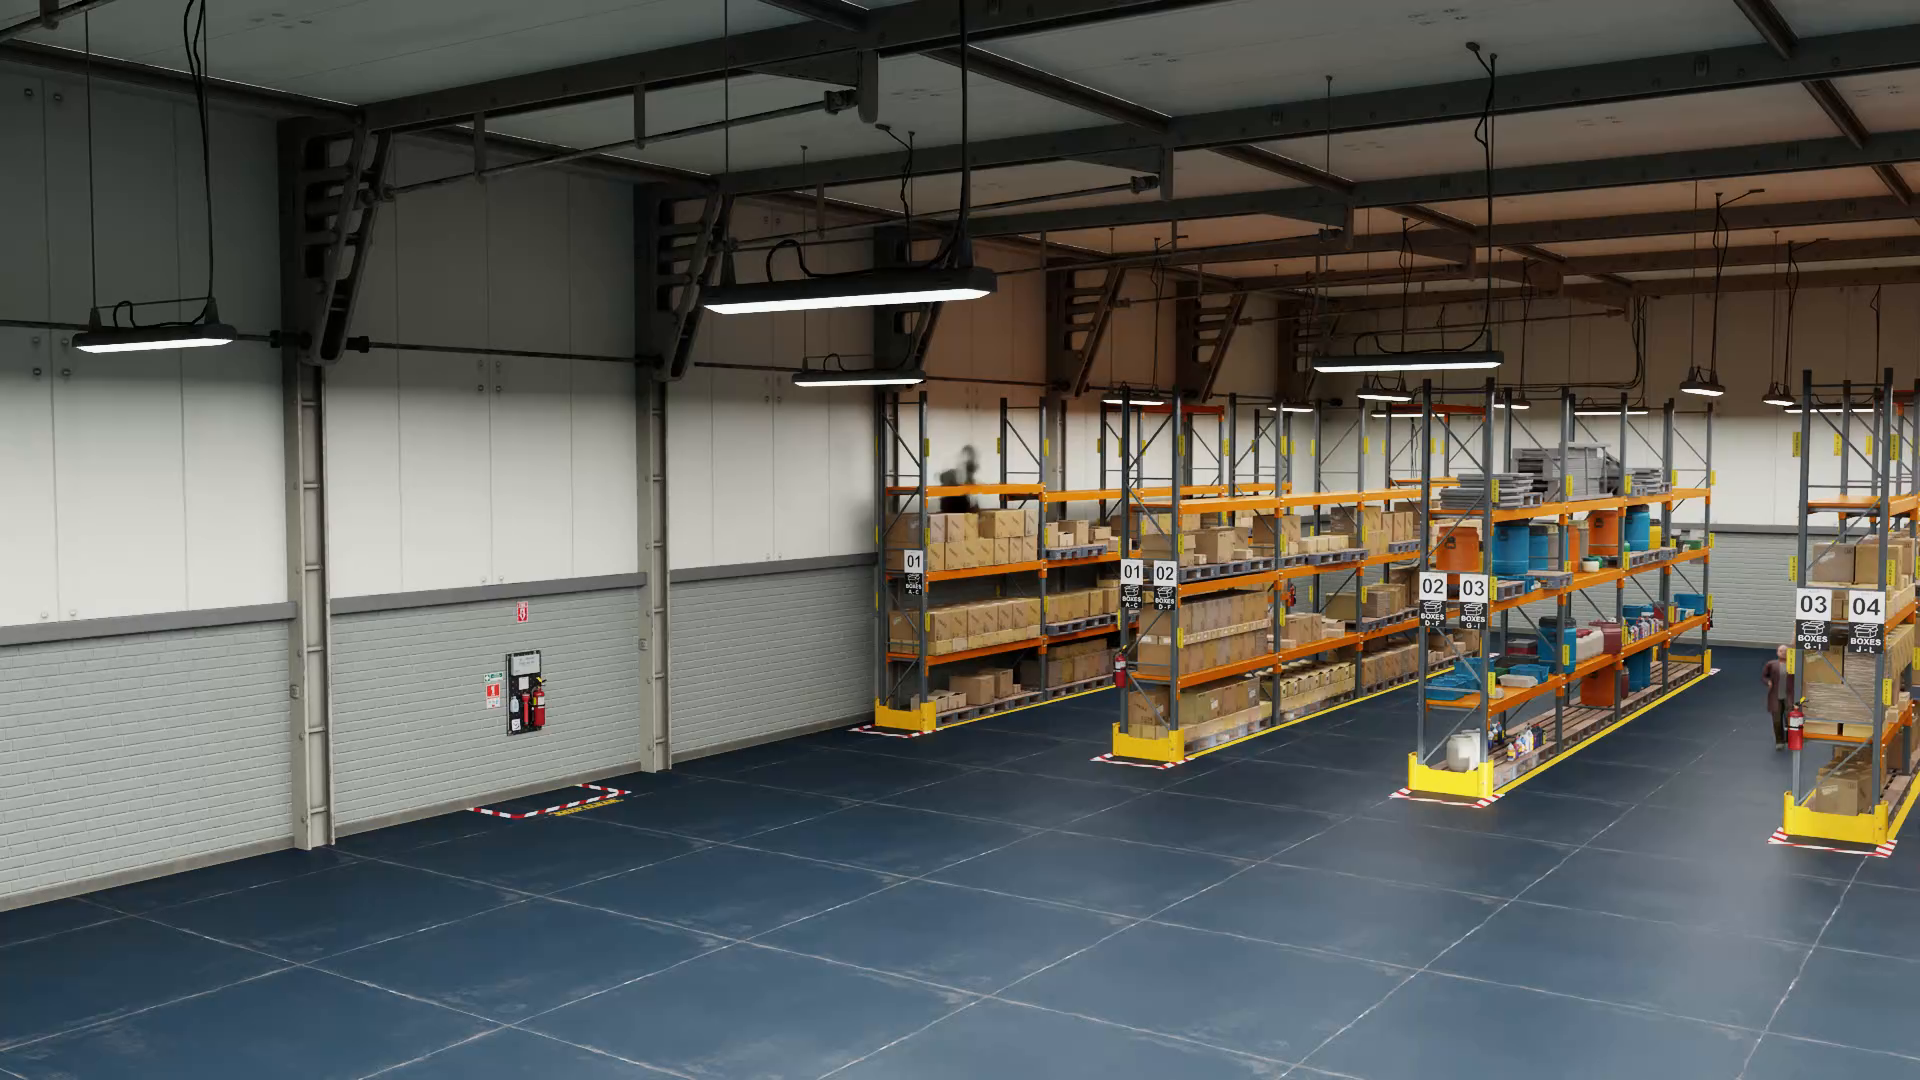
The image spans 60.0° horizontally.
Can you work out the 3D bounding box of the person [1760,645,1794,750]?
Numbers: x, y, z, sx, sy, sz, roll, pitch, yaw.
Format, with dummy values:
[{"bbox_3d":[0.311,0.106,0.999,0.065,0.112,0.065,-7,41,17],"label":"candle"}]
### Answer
[{"bbox_3d":[13.540,2.604,27.365,0.697,1.741,0.639,2,4,31],"label":"person"}]
